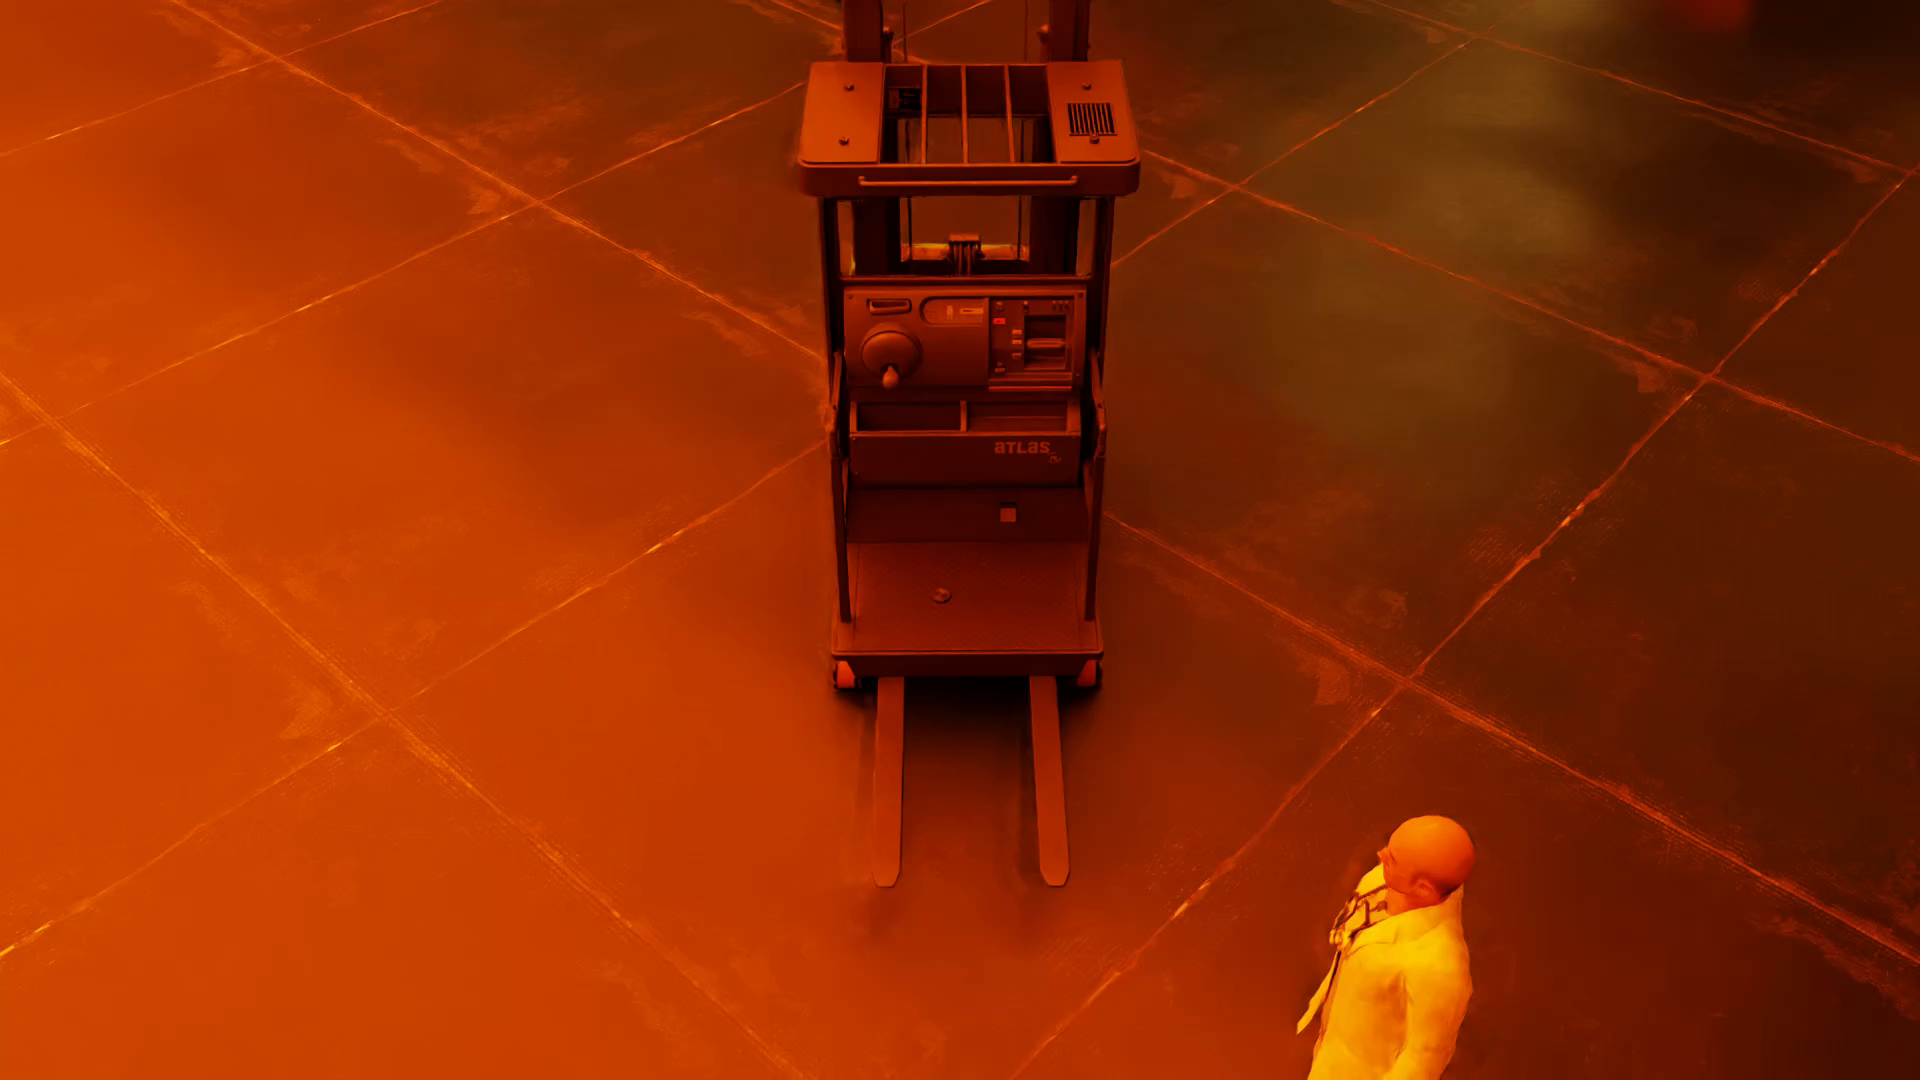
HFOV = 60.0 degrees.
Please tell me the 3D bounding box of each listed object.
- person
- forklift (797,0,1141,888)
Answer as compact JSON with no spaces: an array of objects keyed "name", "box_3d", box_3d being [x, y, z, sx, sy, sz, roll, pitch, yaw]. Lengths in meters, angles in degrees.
[{"name":"person","box_3d":[1.139,1.381,4.704,0.400,1.781,0.620,4,41,5]},{"name":"forklift","box_3d":[0.025,-0.699,6.243,1.130,2.935,3.031,0,41,0]}]
